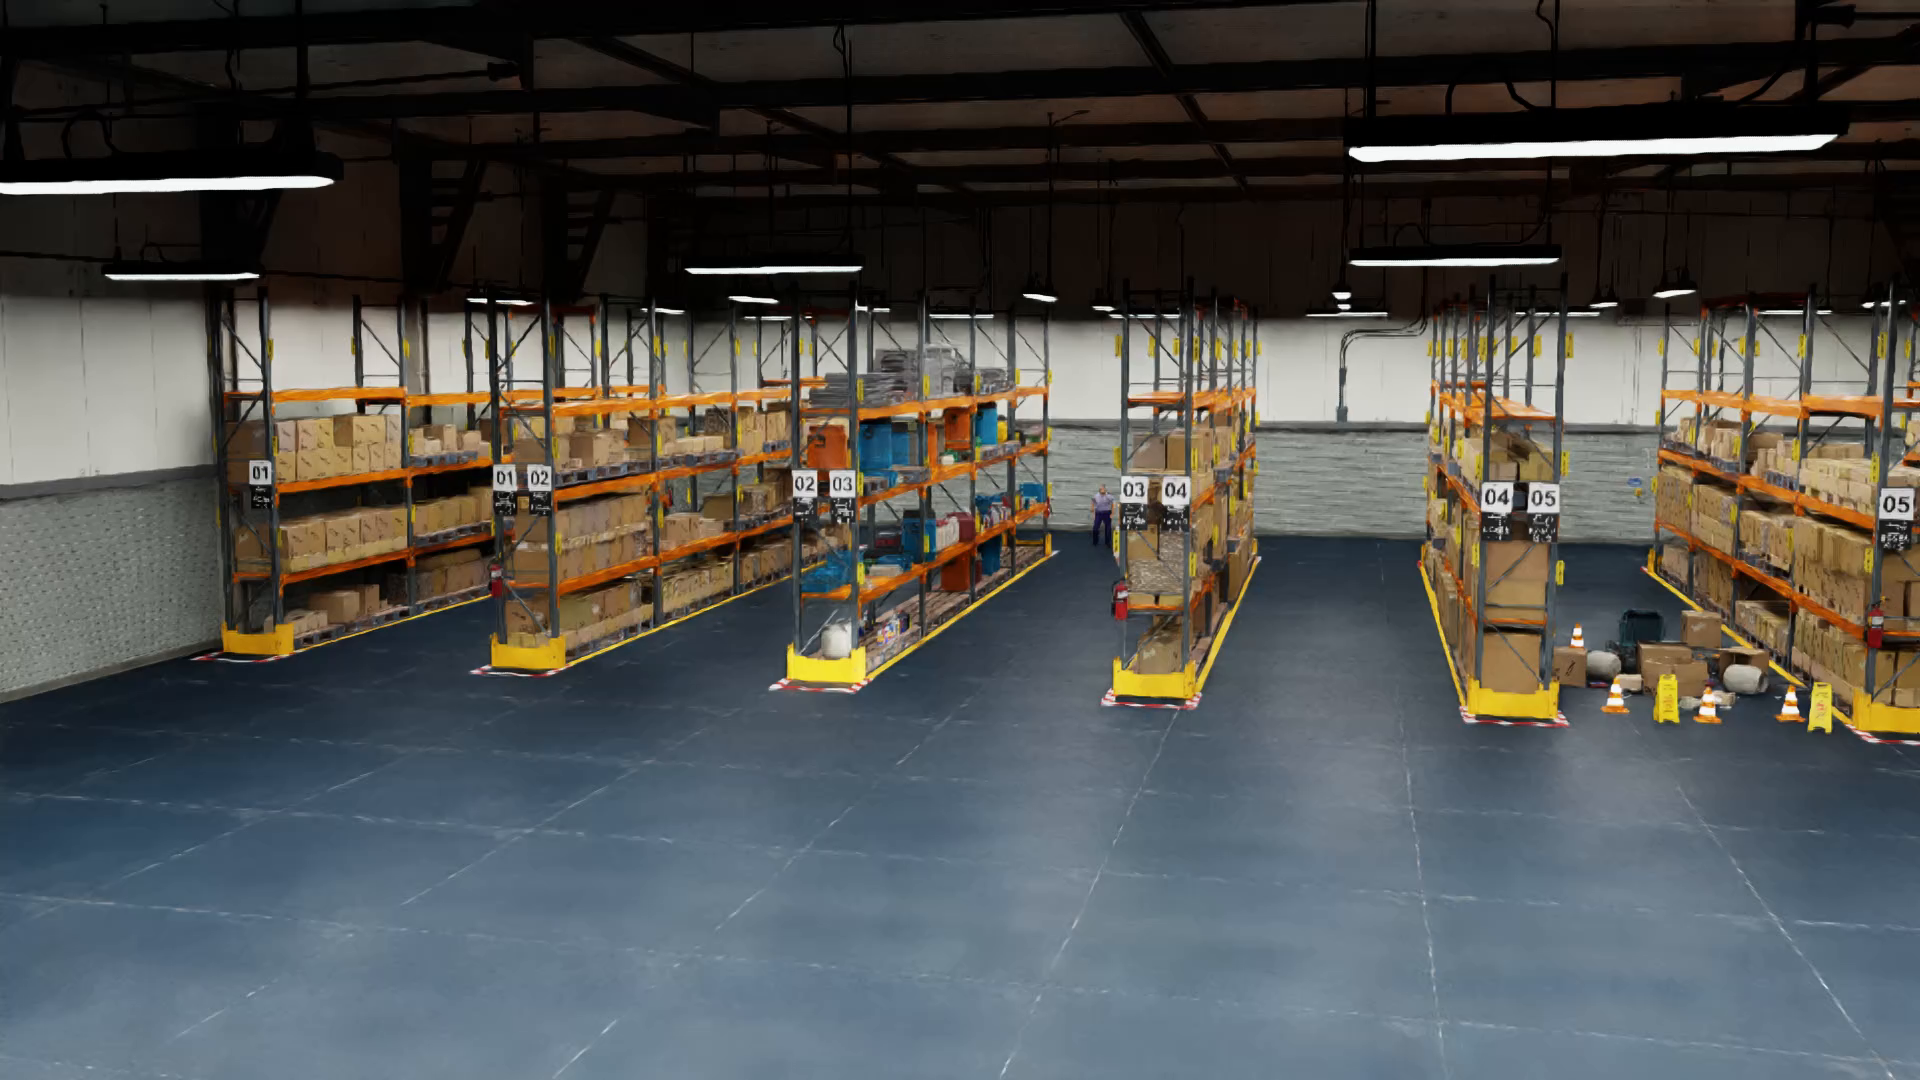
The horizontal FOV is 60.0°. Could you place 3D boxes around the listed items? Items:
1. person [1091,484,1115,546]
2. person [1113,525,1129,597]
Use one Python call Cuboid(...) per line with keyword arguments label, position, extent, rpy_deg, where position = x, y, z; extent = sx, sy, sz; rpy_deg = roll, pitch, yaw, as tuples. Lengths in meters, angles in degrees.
Cuboid(label="person", position=(3.632, -0.637, 42.303), extent=(0.625, 1.593, 0.510), rpy_deg=(1, 7, 11))
Cuboid(label="person", position=(3.369, 0.295, 33.508), extent=(0.598, 1.698, 1.194), rpy_deg=(2, 7, 16))
